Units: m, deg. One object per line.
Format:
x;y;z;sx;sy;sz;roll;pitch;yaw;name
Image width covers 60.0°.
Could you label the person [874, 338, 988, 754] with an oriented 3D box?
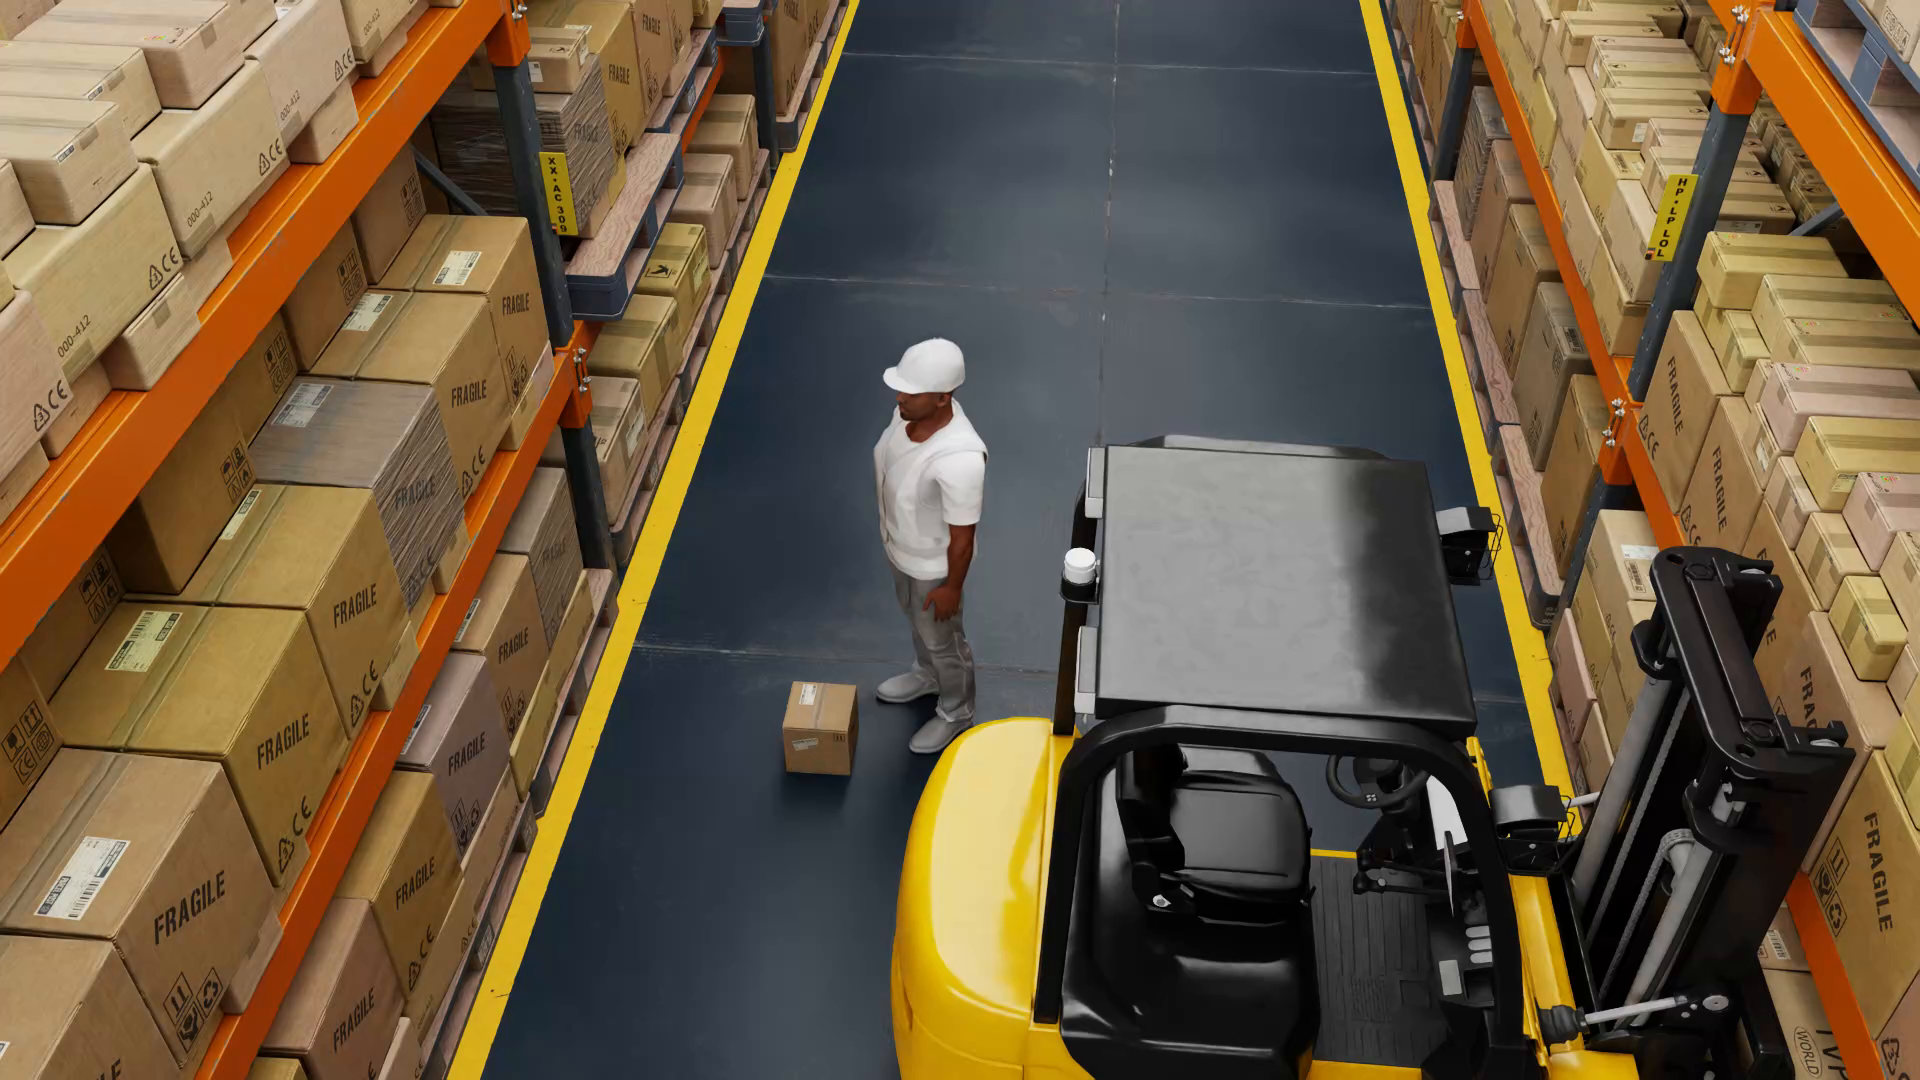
-0.115;0.029;6.095;0.340;1.765;0.561;-15;42;-17;person
